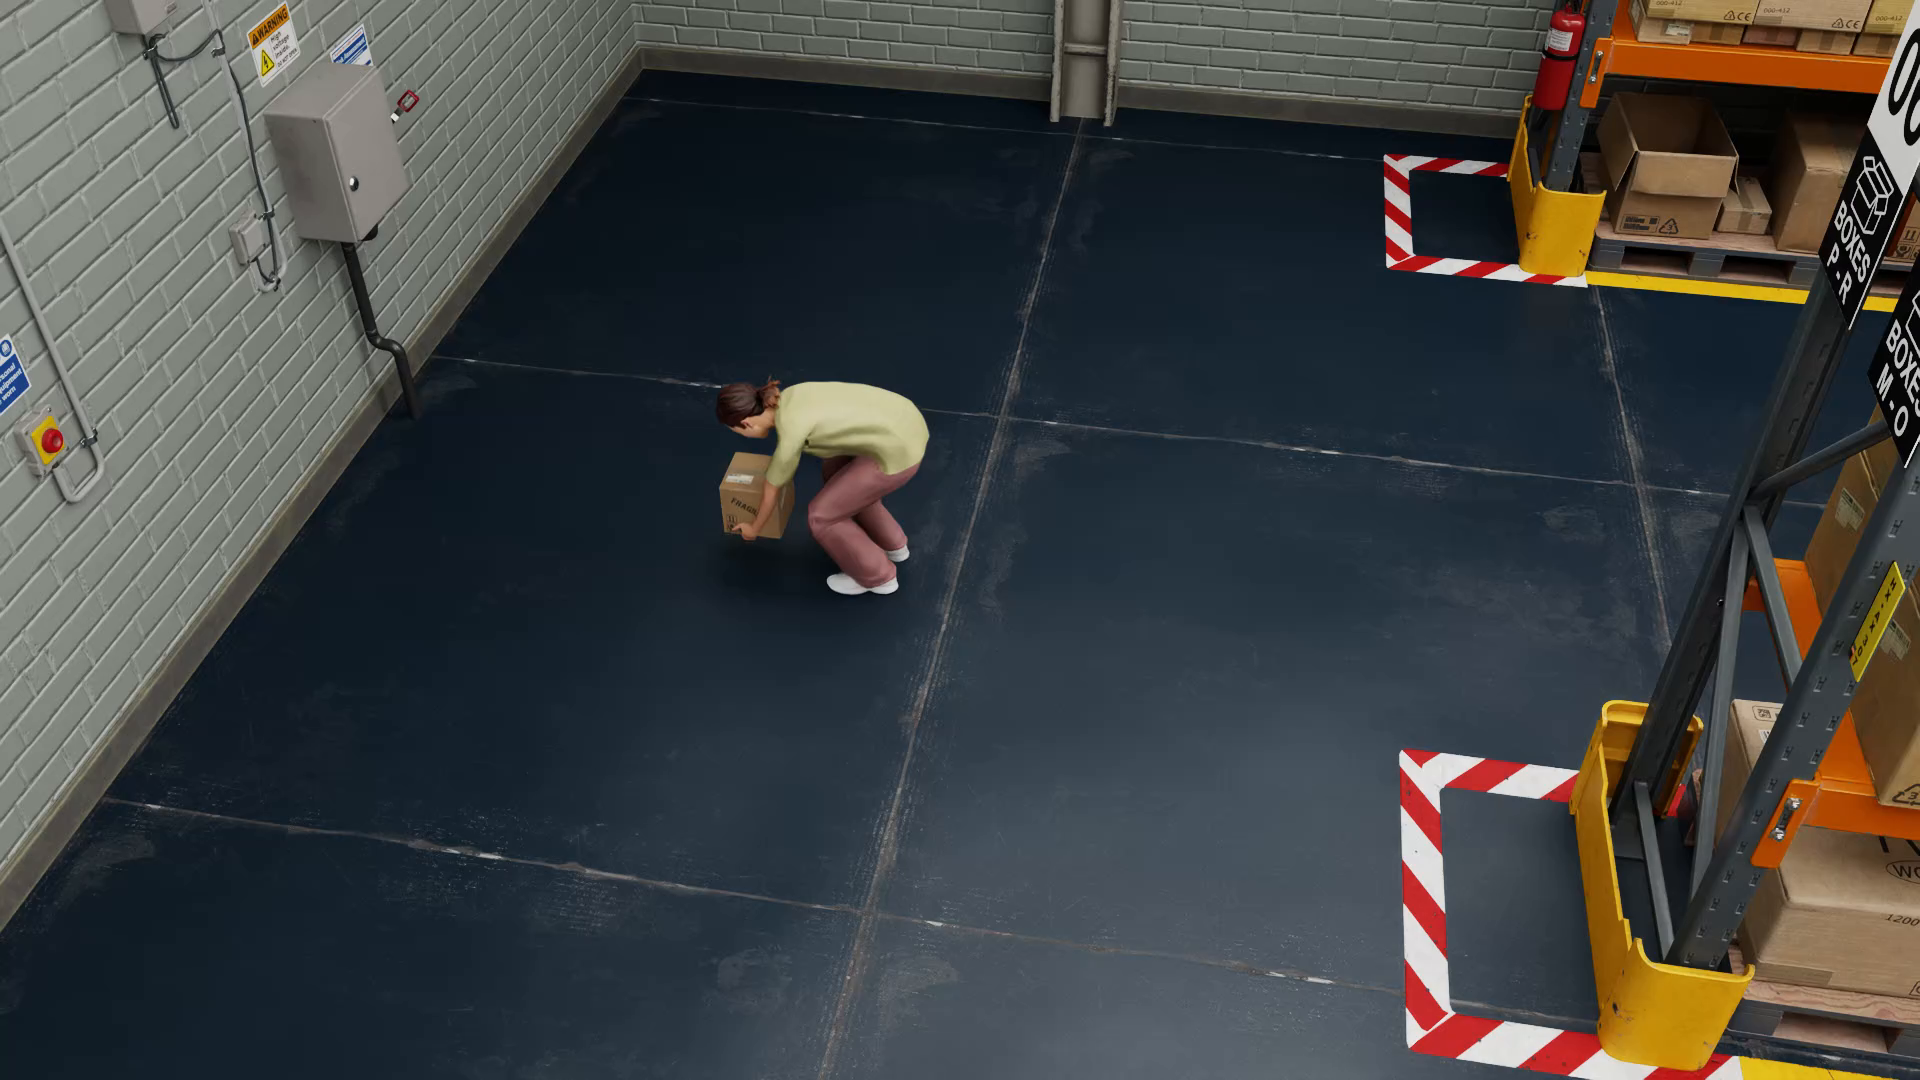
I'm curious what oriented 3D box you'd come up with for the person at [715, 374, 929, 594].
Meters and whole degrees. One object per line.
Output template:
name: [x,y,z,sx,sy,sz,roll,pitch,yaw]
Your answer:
person: [-0.565,-0.255,6.983,0.868,0.987,0.474,5,41,6]
